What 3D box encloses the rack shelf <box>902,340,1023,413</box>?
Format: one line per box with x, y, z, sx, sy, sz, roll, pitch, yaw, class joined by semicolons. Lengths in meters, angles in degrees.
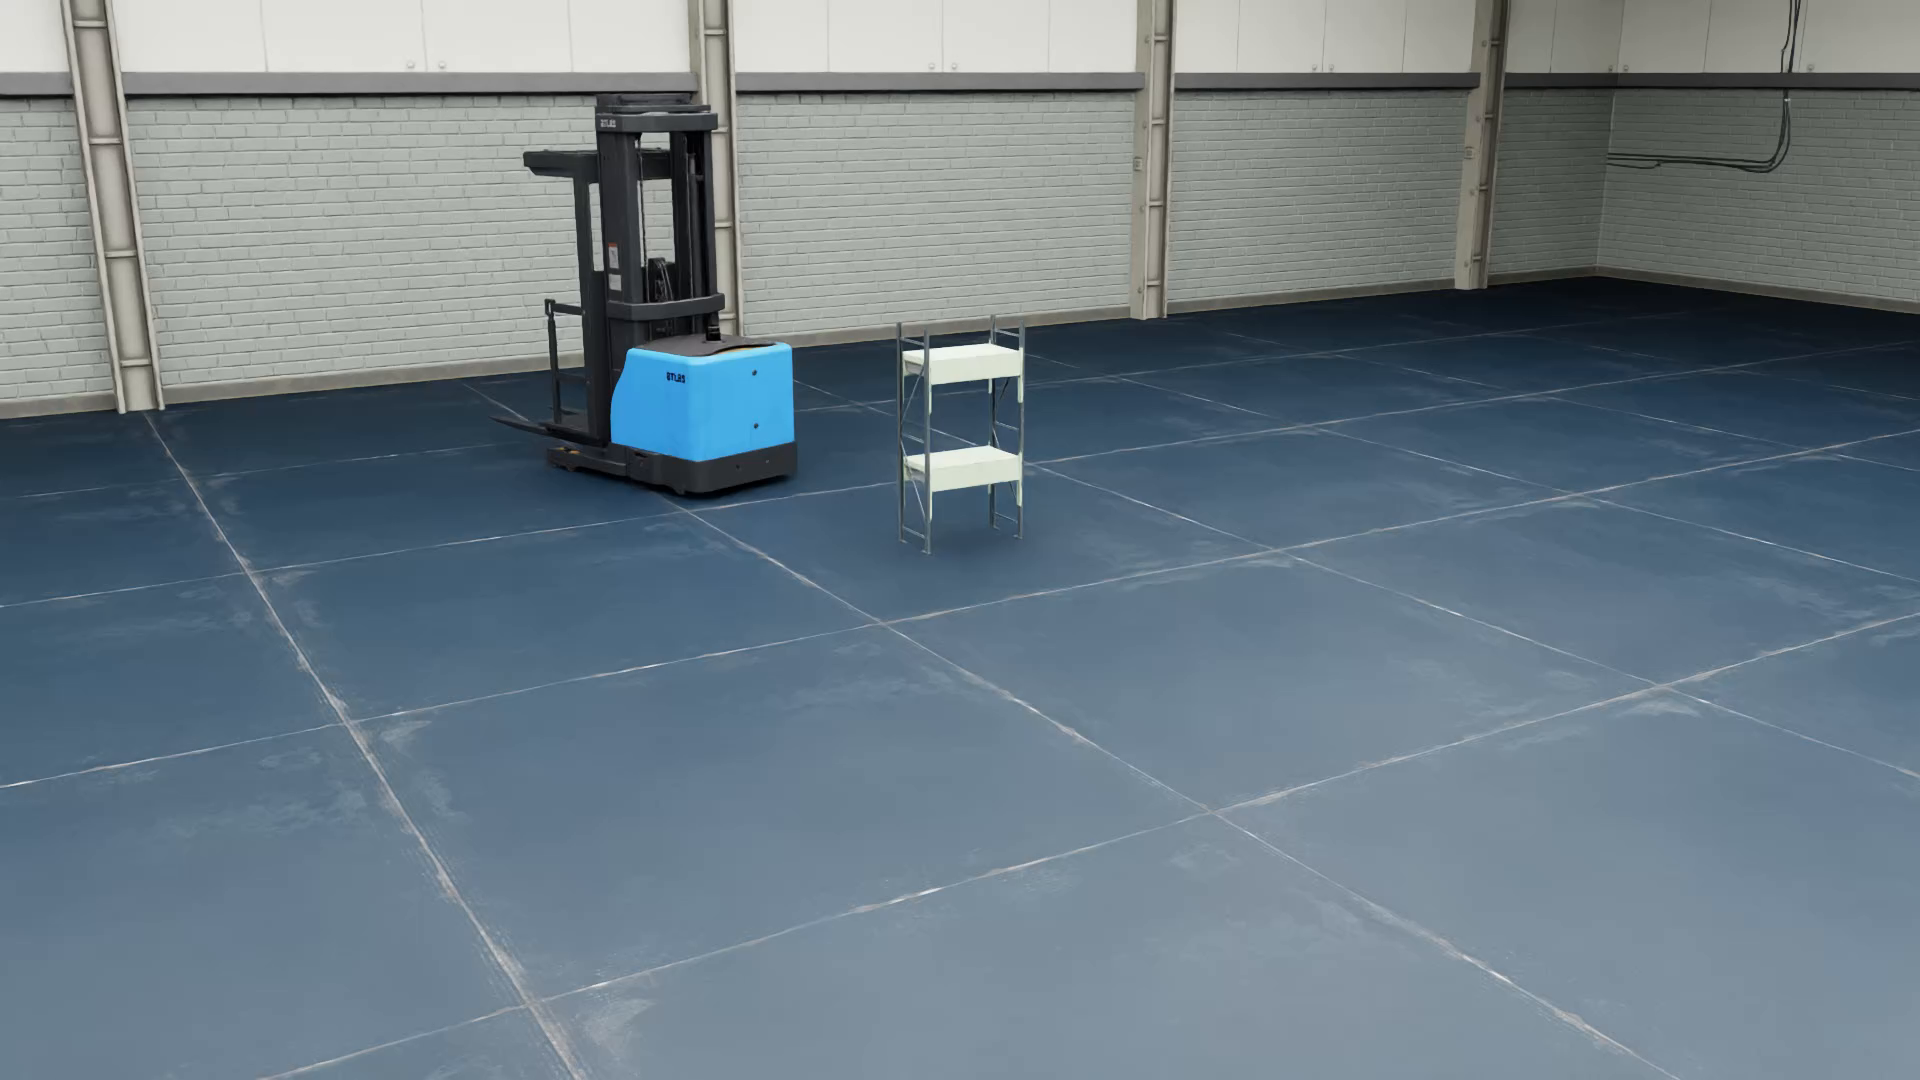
0.006;-1.099;11.105;0.720;0.370;0.431;-9;18;-30;rack shelf

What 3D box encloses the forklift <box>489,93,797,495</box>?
-2.721;-2.060;13.328;3.031;2.935;1.130;13;21;40;forklift

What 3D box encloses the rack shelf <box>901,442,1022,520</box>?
0.006;-0.409;11.299;0.720;0.370;0.431;-9;18;-30;rack shelf

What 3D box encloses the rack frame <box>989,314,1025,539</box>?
0.319;-0.774;11.392;0.023;1.500;0.400;-9;18;-30;rack frame

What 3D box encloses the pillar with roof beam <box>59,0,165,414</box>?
-5.606;-4.590;11.112;0.400;9.000;9.100;-9;18;-30;pillar with roof beam

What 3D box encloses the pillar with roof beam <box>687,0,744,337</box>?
-0.463;-5.424;14.087;0.400;9.000;9.100;-9;18;-30;pillar with roof beam

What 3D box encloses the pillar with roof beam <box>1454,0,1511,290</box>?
9.824;-7.092;20.038;0.400;9.000;9.100;-9;18;-30;pillar with roof beam

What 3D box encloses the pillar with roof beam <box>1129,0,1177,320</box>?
4.680;-6.258;17.062;0.400;9.000;9.100;-9;18;-30;pillar with roof beam

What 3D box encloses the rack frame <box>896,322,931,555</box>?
-0.308;-0.672;11.029;0.023;1.500;0.400;-9;18;-30;rack frame

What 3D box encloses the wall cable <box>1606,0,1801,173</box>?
10.813;-6.696;24.379;0.112;2.526;3.097;-9;18;-30;wall cable

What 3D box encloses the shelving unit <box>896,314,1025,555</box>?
0.006;-0.723;11.211;0.755;1.500;0.431;-9;18;-30;shelving unit
